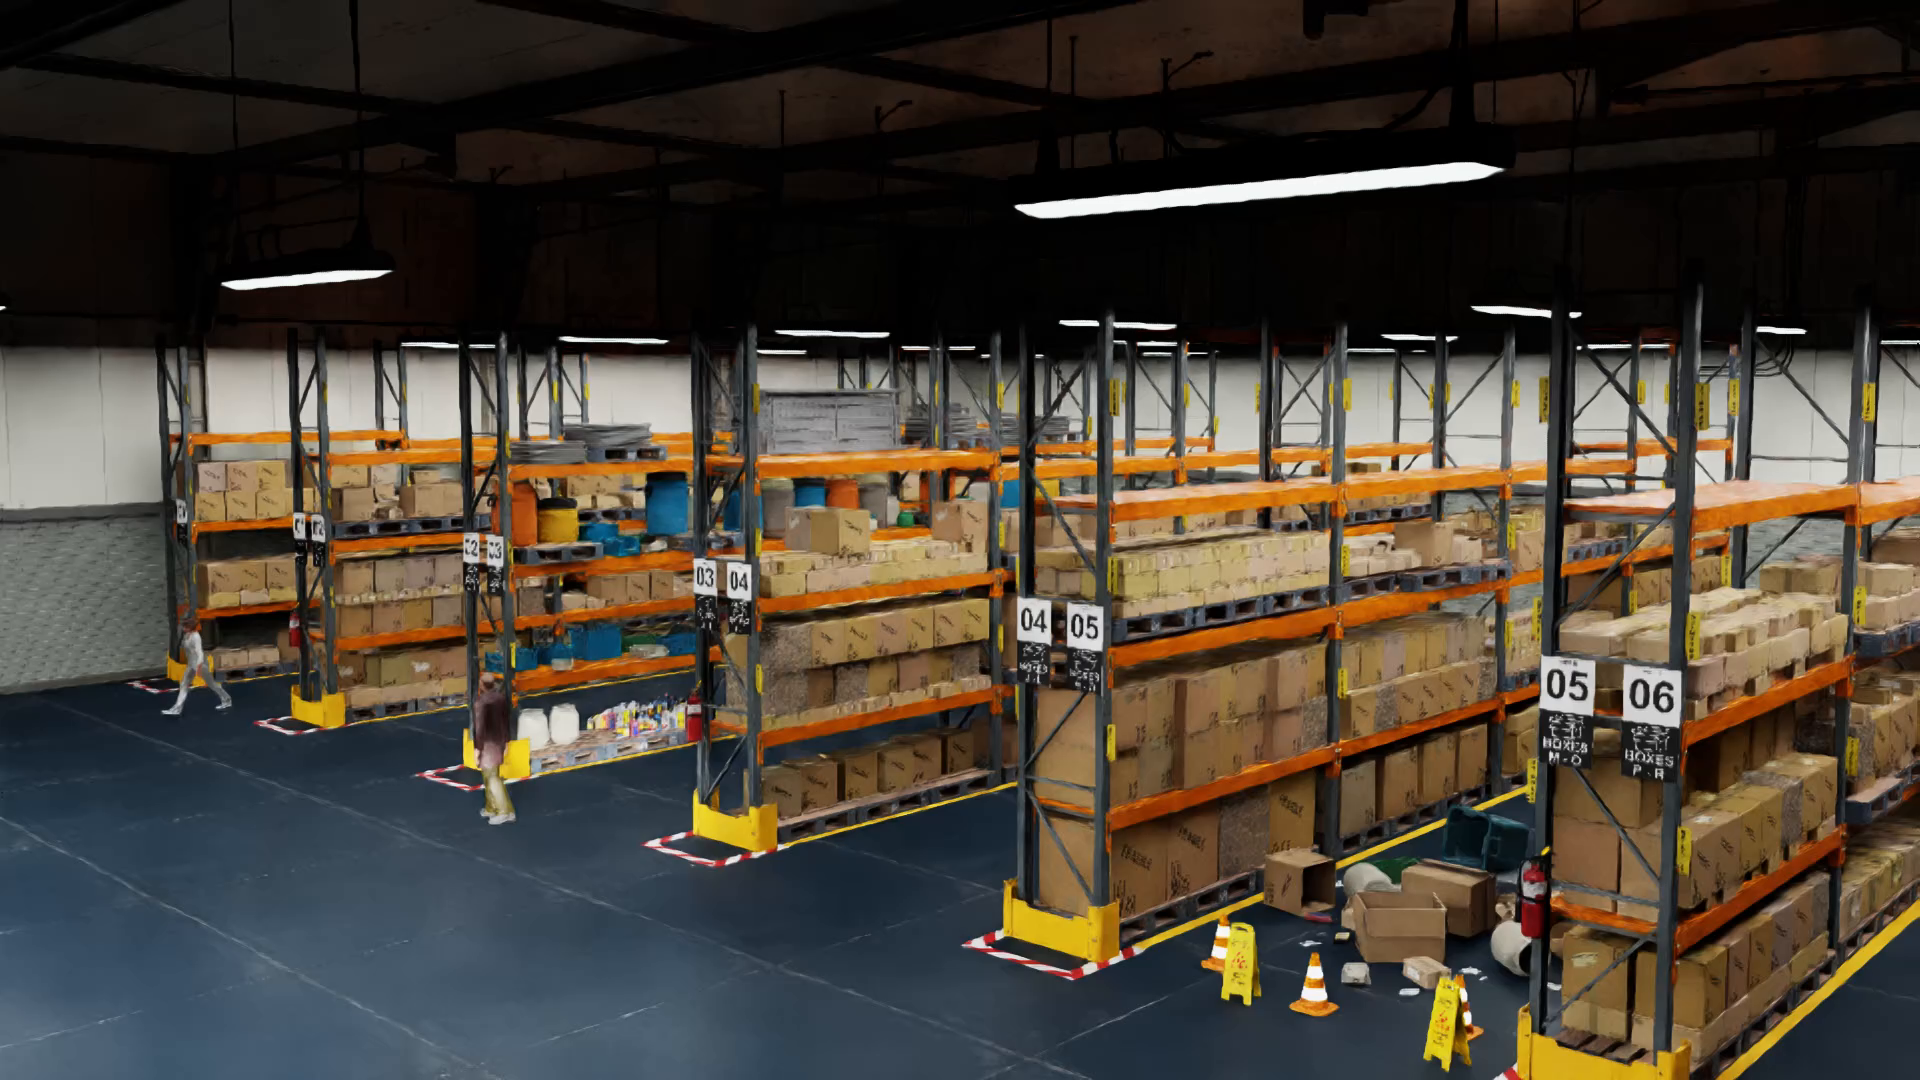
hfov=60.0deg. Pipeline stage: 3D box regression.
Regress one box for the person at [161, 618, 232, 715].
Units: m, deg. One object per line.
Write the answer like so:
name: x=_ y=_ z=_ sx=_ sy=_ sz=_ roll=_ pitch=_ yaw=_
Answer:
person: x=-11.920 y=1.957 z=25.979 sx=0.415 sy=1.517 sz=1.041 roll=5 pitch=7 yaw=40

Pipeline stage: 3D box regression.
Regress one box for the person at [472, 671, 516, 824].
person: x=-5.519 y=2.445 z=19.690 sx=0.588 sy=1.768 sz=0.691 roll=1 pitch=6 yaw=15
